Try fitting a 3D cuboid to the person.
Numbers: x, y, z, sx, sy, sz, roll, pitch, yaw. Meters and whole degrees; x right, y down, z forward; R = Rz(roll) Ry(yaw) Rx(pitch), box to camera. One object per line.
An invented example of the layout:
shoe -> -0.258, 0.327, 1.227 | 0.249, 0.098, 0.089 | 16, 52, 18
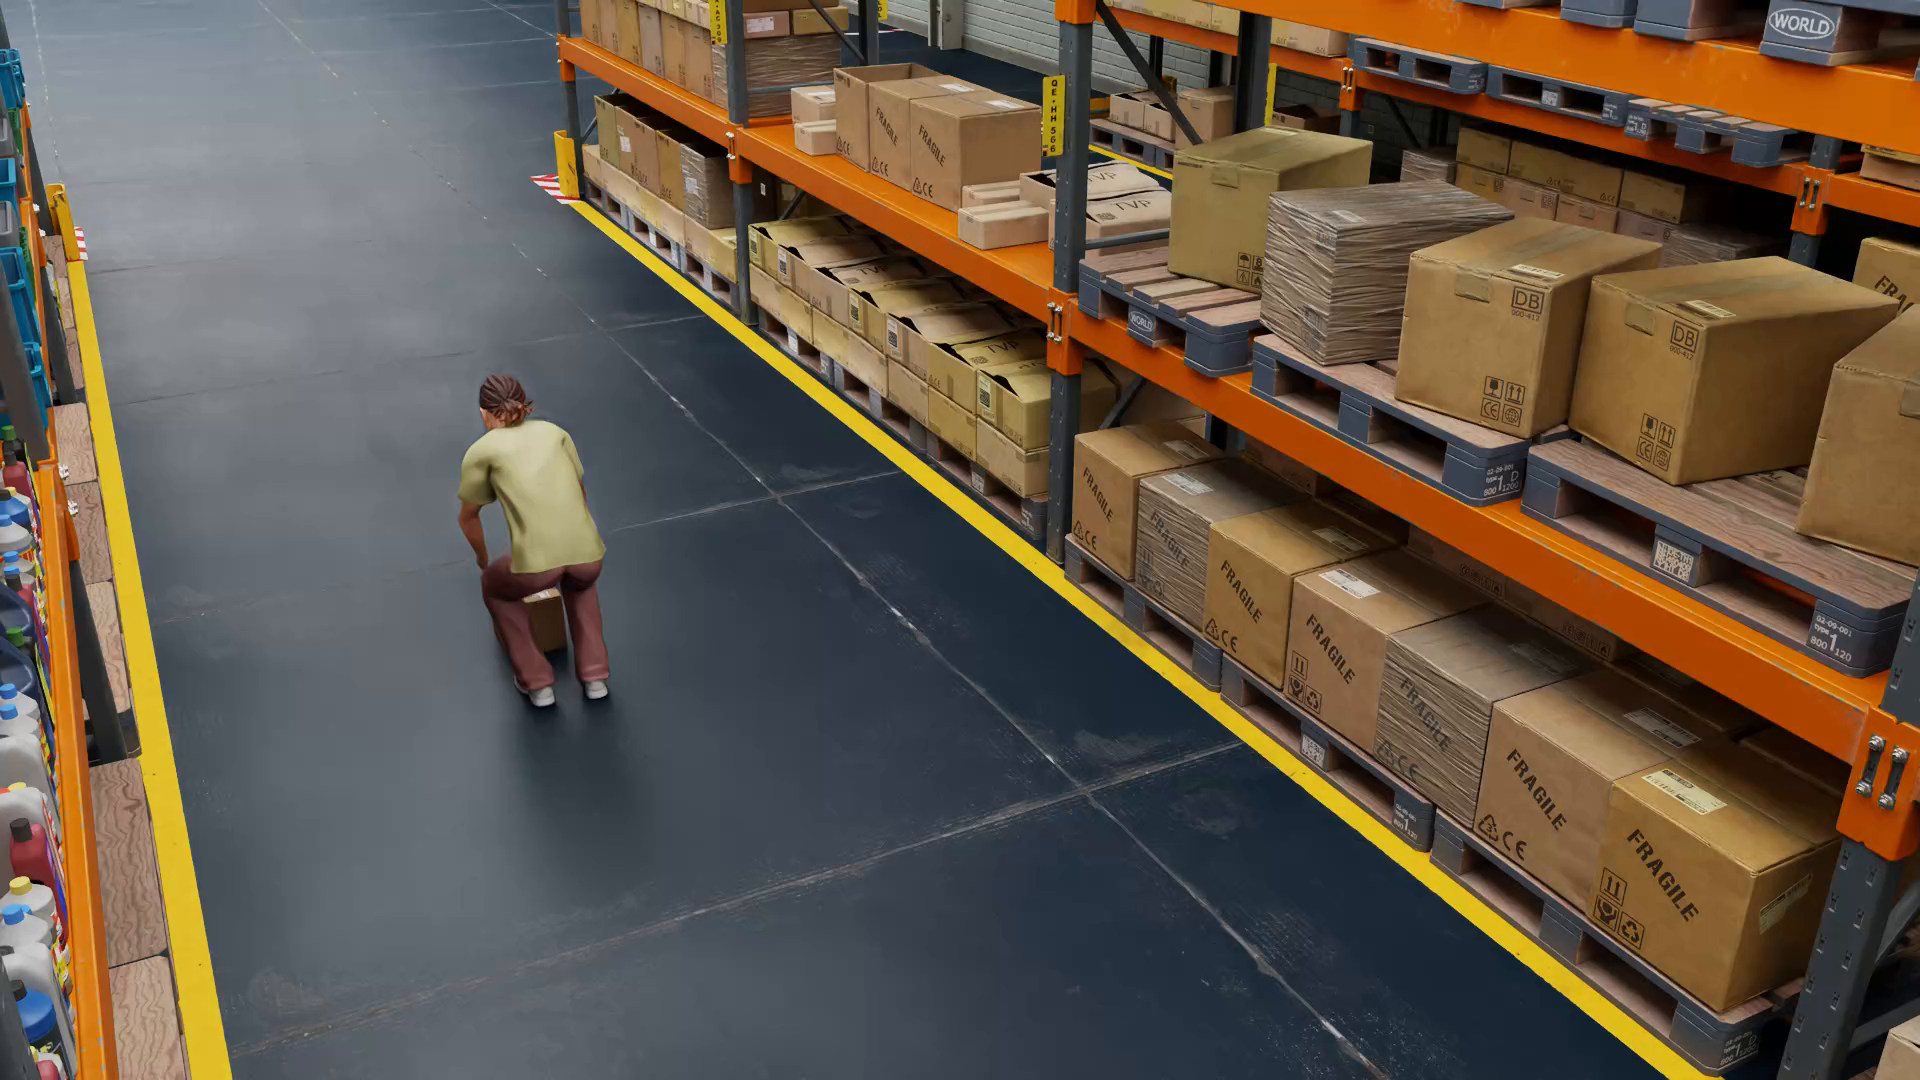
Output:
person -> -1.674, 0.024, 6.531 | 0.511, 1.275, 0.696 | -13, 28, -25
